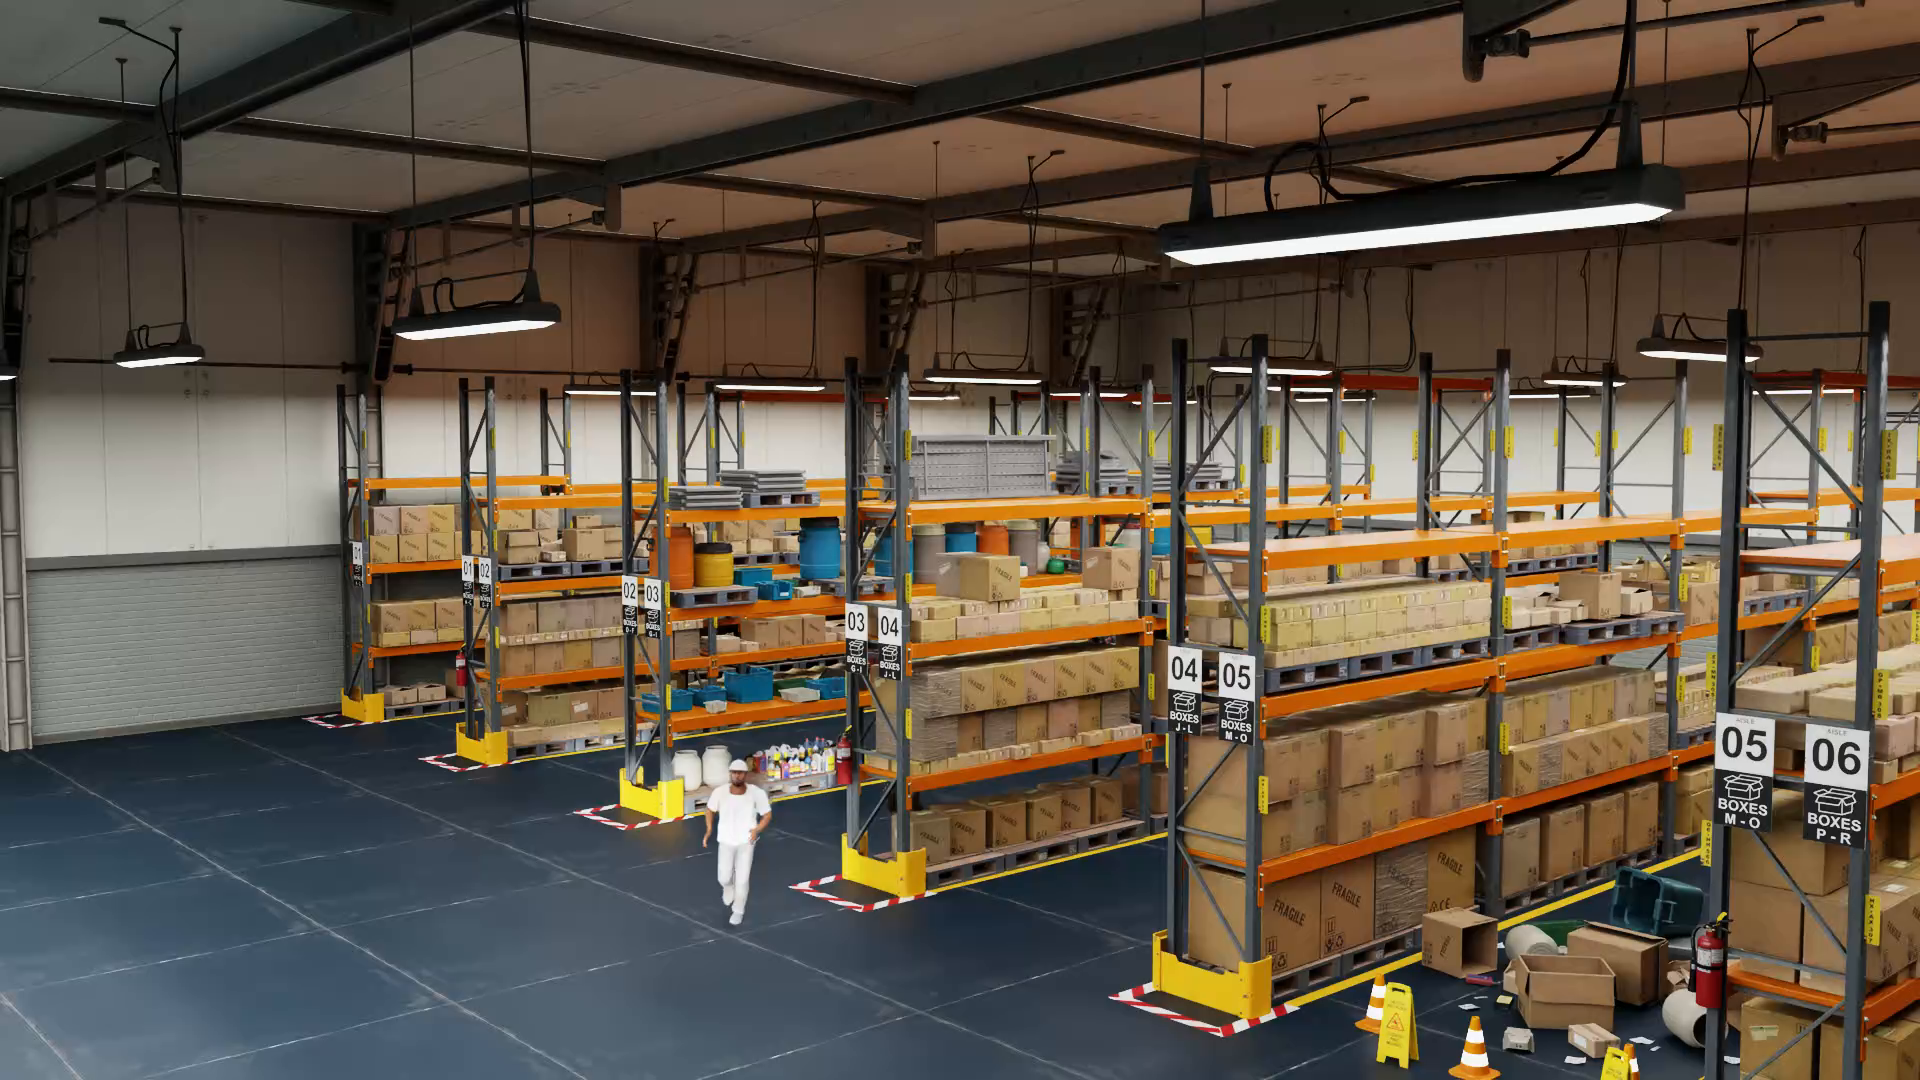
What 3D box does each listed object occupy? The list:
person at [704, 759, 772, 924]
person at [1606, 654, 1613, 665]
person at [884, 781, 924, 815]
[{"bbox_3d":[-2.340,3.163,17.510,0.715,1.719,0.589,0,4,1],"label":"person"},{"bbox_3d":[10.205,2.578,26.449,0.896,1.670,0.623,-4,5,-43],"label":"person"},{"bbox_3d":[-0.660,2.928,20.971,0.679,1.805,0.733,-4,5,-44],"label":"person"}]
